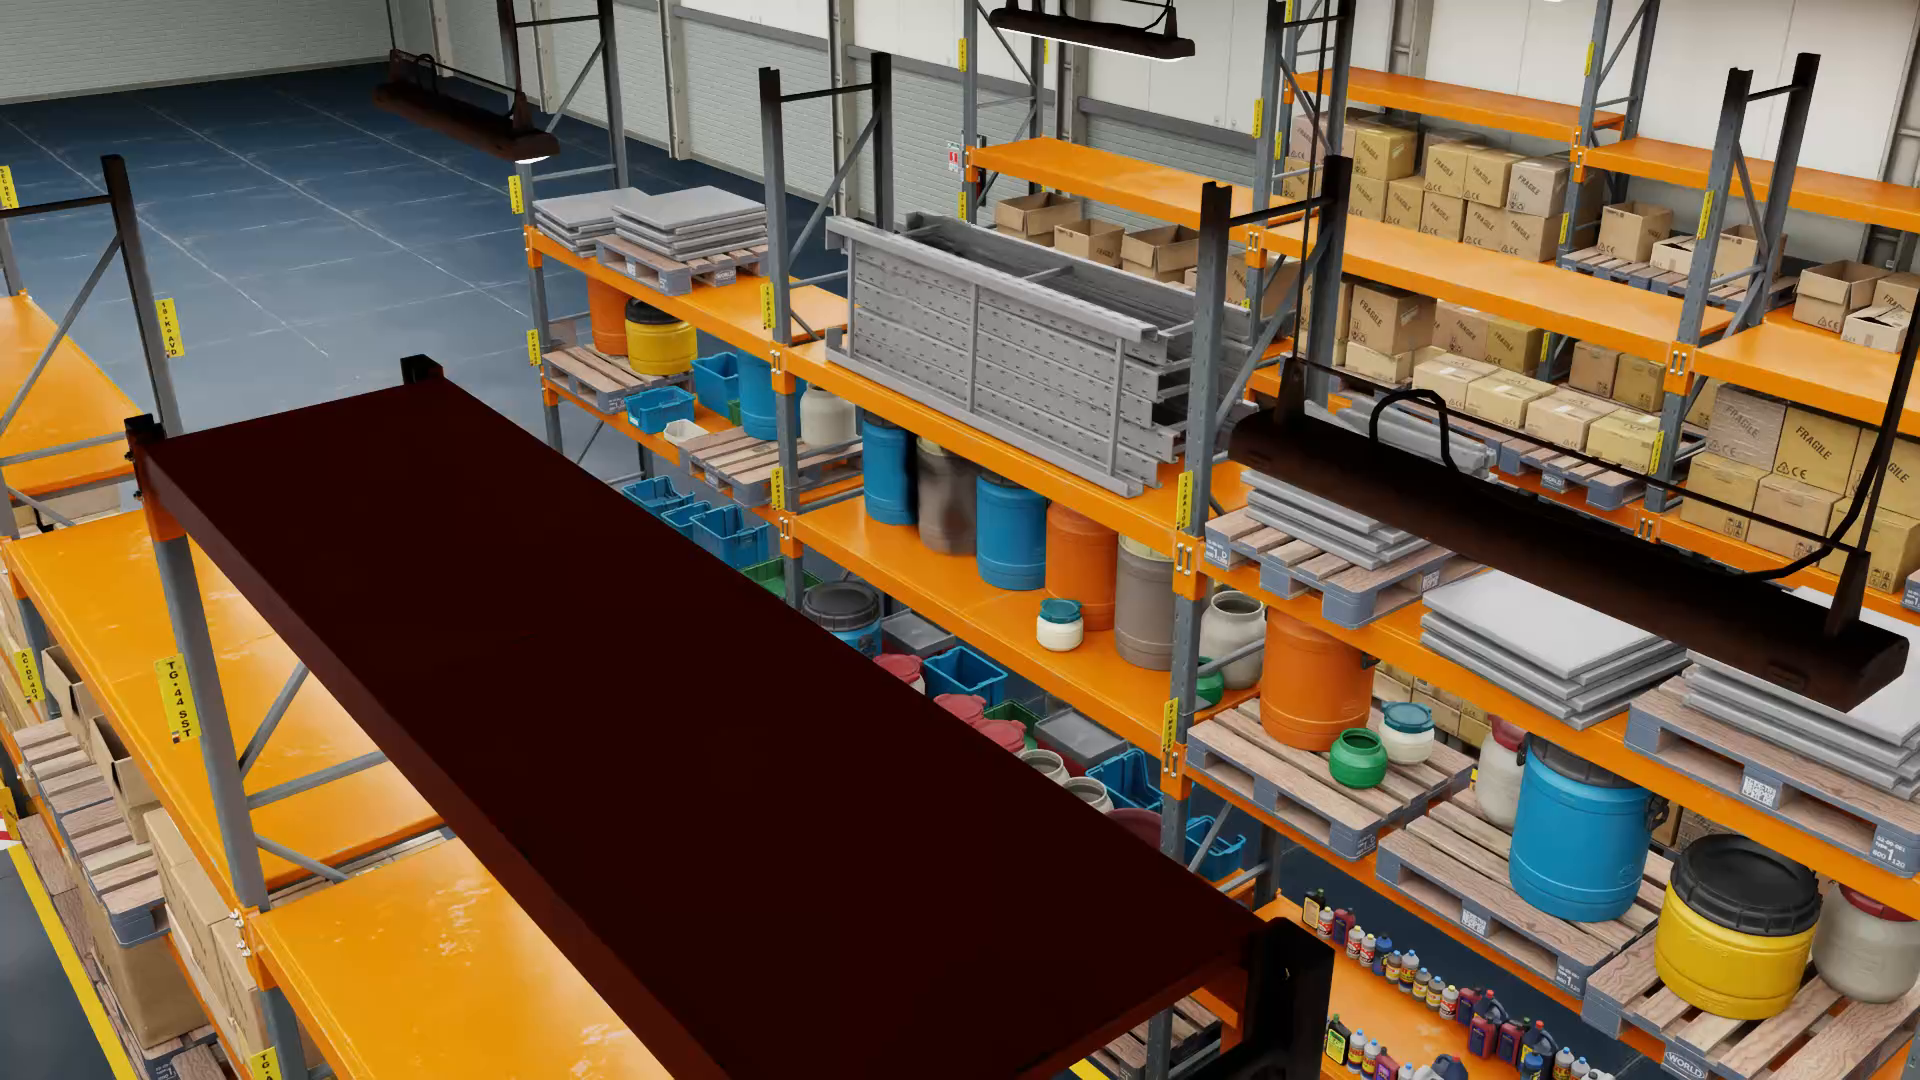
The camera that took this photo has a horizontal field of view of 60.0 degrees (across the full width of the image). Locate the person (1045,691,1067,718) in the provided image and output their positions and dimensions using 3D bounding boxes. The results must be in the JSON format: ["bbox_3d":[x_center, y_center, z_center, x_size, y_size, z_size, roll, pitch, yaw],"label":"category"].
[{"bbox_3d":[1.025,1.196,13.909,0.597,1.709,0.901,-16,30,-30],"label":"person"}]
